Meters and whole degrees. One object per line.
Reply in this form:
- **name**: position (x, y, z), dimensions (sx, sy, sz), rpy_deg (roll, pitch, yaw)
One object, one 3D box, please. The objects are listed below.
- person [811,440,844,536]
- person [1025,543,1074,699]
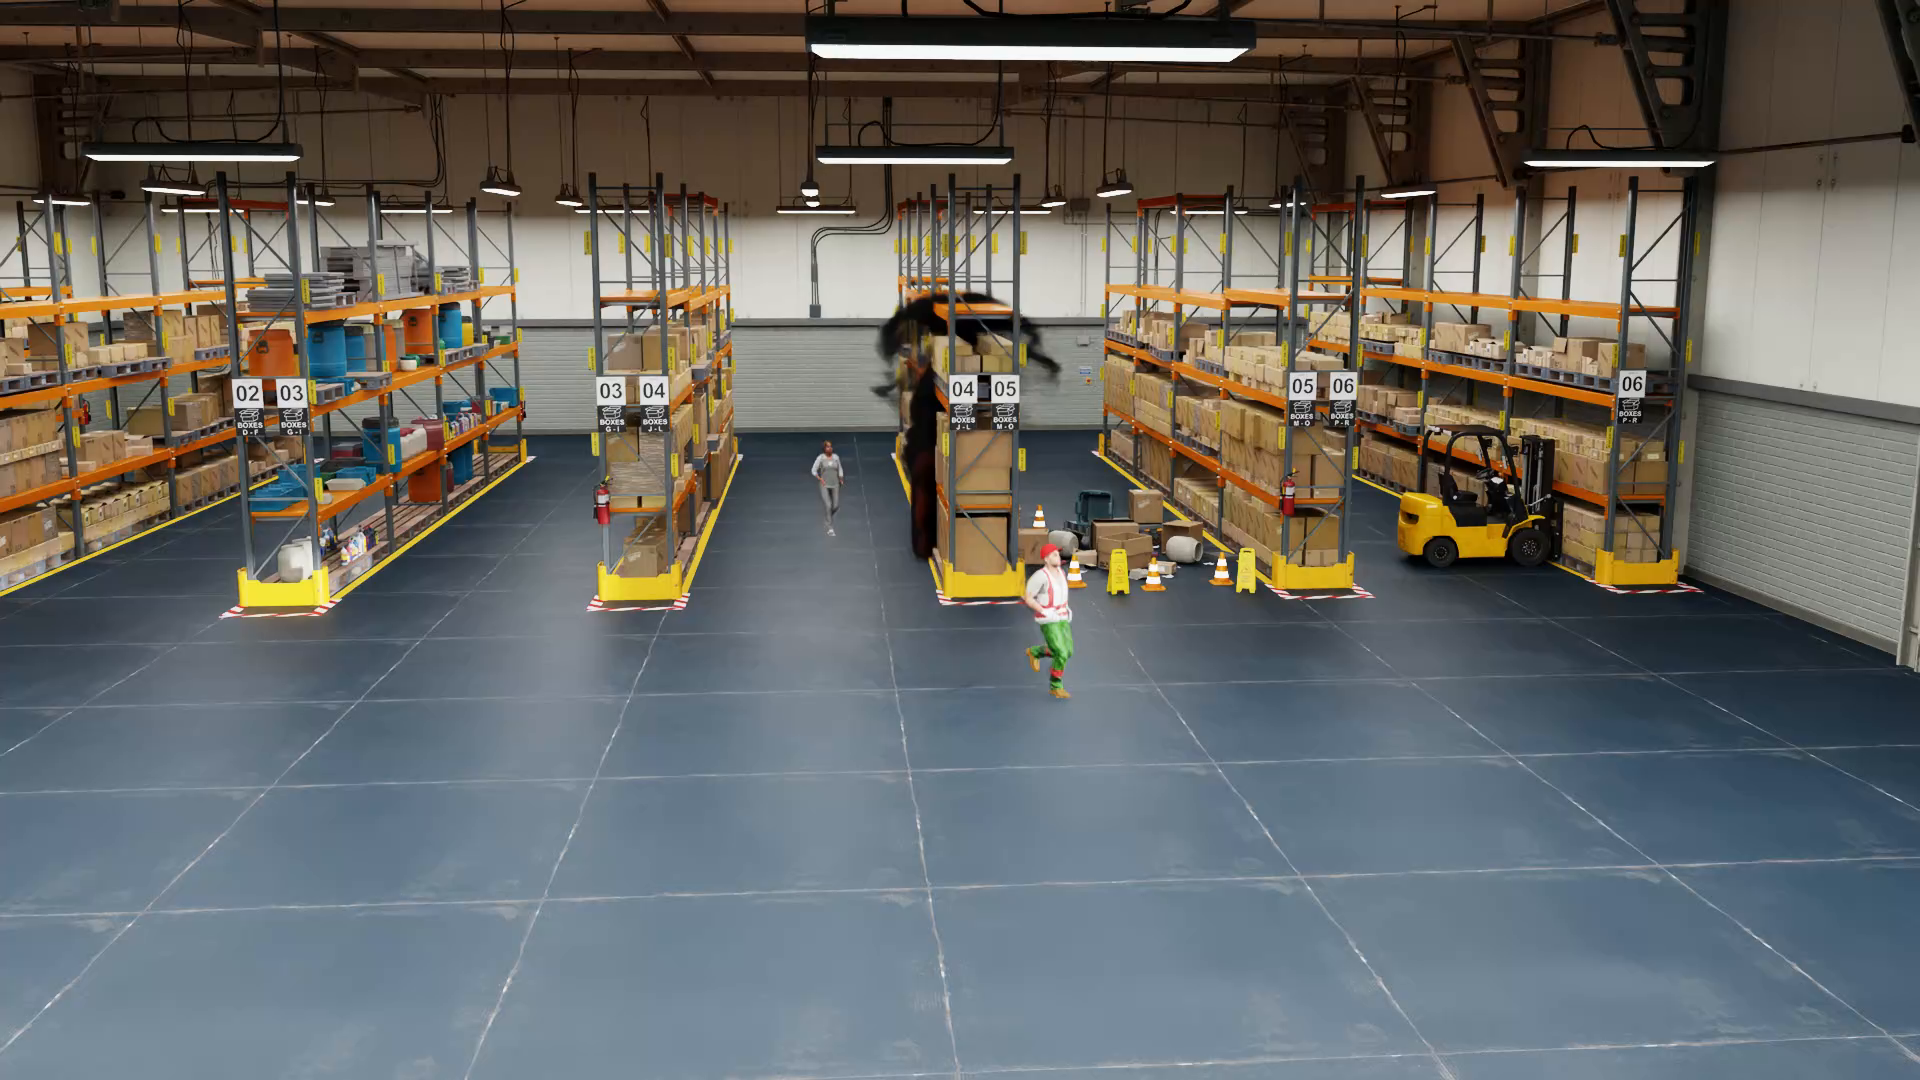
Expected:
- **person**: position (-2.178, -0.865, 27.494), dimensions (0.540, 1.572, 0.488), rpy_deg (-4, 11, -19)
- **person**: position (0.982, 0.890, 18.722), dimensions (0.670, 1.735, 0.688), rpy_deg (7, 12, 36)
